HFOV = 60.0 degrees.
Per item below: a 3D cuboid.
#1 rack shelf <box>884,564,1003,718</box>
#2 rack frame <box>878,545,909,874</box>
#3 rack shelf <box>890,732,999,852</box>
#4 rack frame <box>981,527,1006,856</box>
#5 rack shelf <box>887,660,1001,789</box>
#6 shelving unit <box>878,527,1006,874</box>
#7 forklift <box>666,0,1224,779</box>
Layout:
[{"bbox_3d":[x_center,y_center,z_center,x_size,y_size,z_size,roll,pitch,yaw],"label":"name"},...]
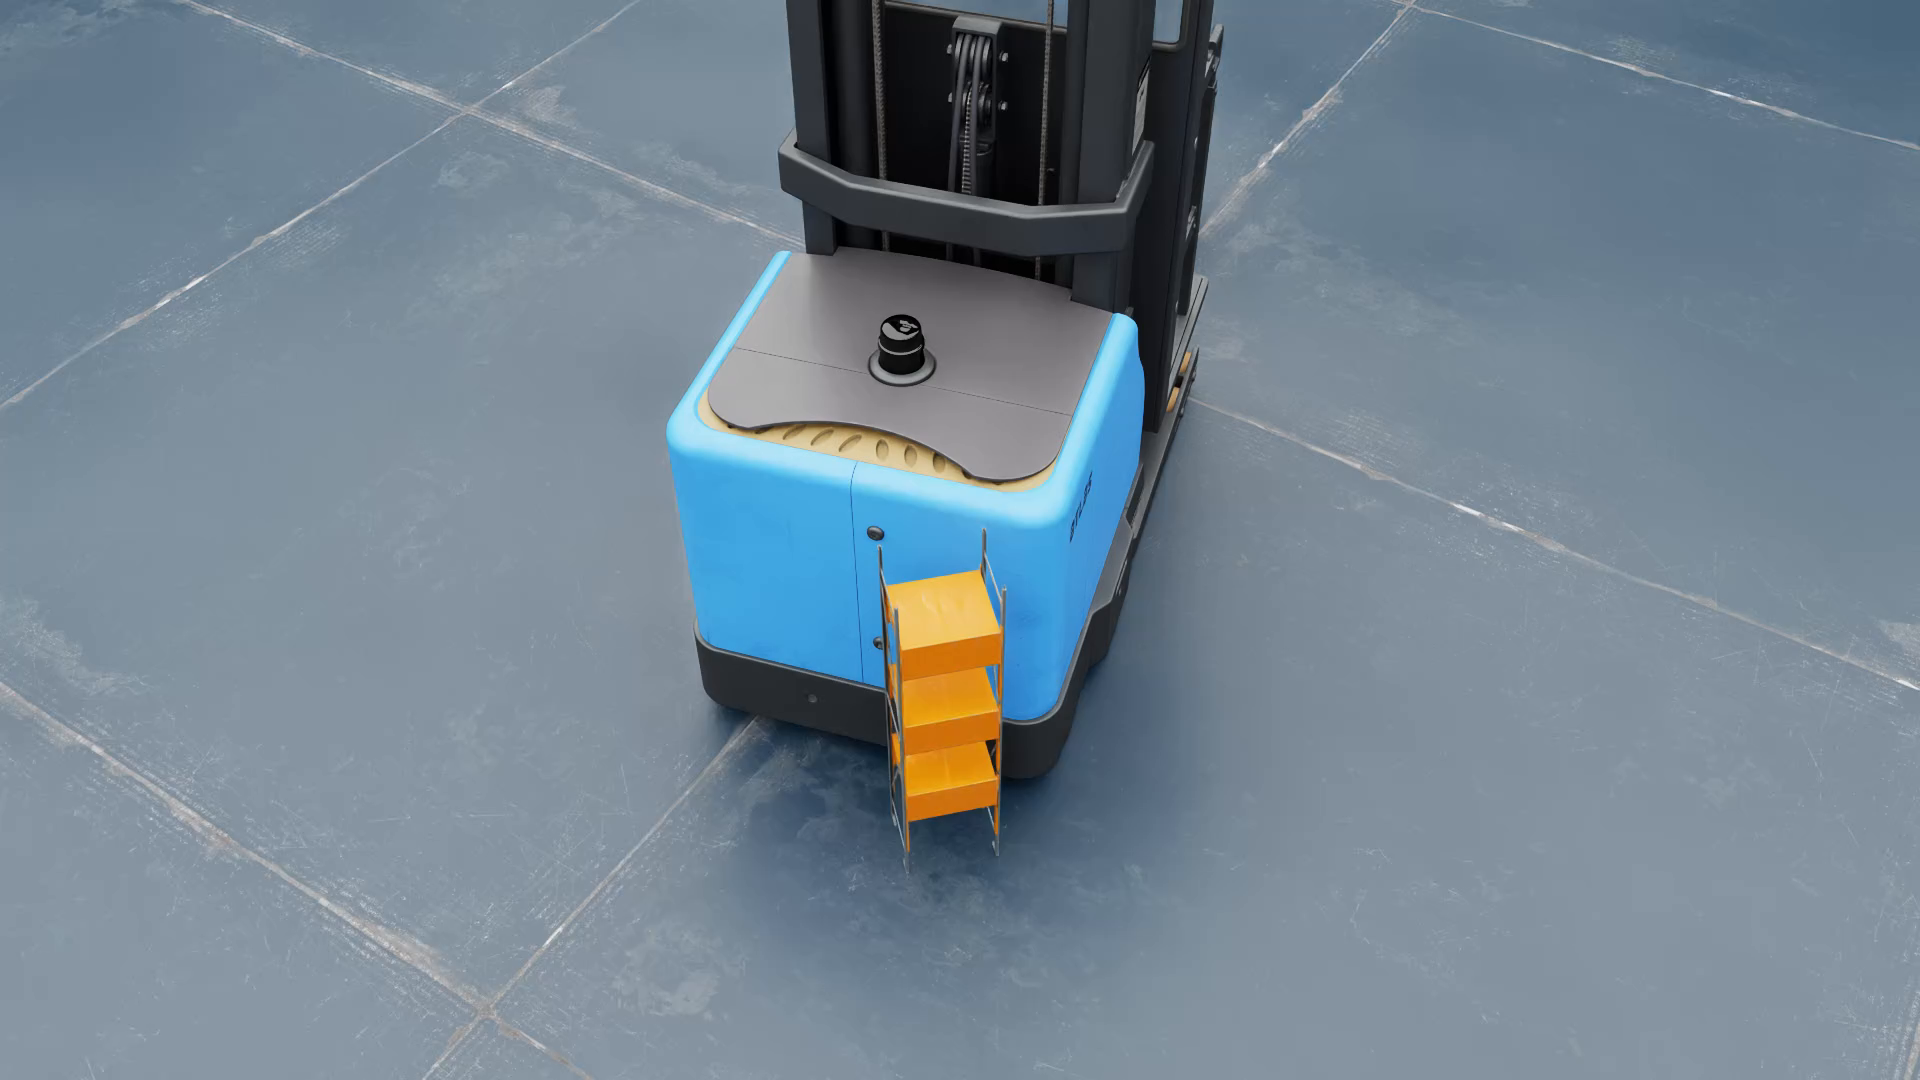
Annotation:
[{"bbox_3d":[-0.042,0.237,3.907,0.240,0.259,0.215,-10,47,-9],"label":"rack shelf"},{"bbox_3d":[-0.161,0.447,4.084,0.008,1.050,0.200,-10,47,-9],"label":"rack frame"},{"bbox_3d":[-0.042,0.628,4.310,0.240,0.259,0.215,-10,47,-9],"label":"rack shelf"},{"bbox_3d":[0.077,0.407,4.123,0.008,1.050,0.200,-10,47,-9],"label":"rack frame"},{"bbox_3d":[-0.042,0.434,4.111,0.240,0.259,0.215,-10,47,-9],"label":"rack shelf"},{"bbox_3d":[-0.042,0.427,4.103,0.252,1.050,0.215,-10,47,-9],"label":"shelving unit"},{"bbox_3d":[0.185,-1.451,4.616,1.130,2.935,3.031,12,47,12],"label":"forklift"}]
